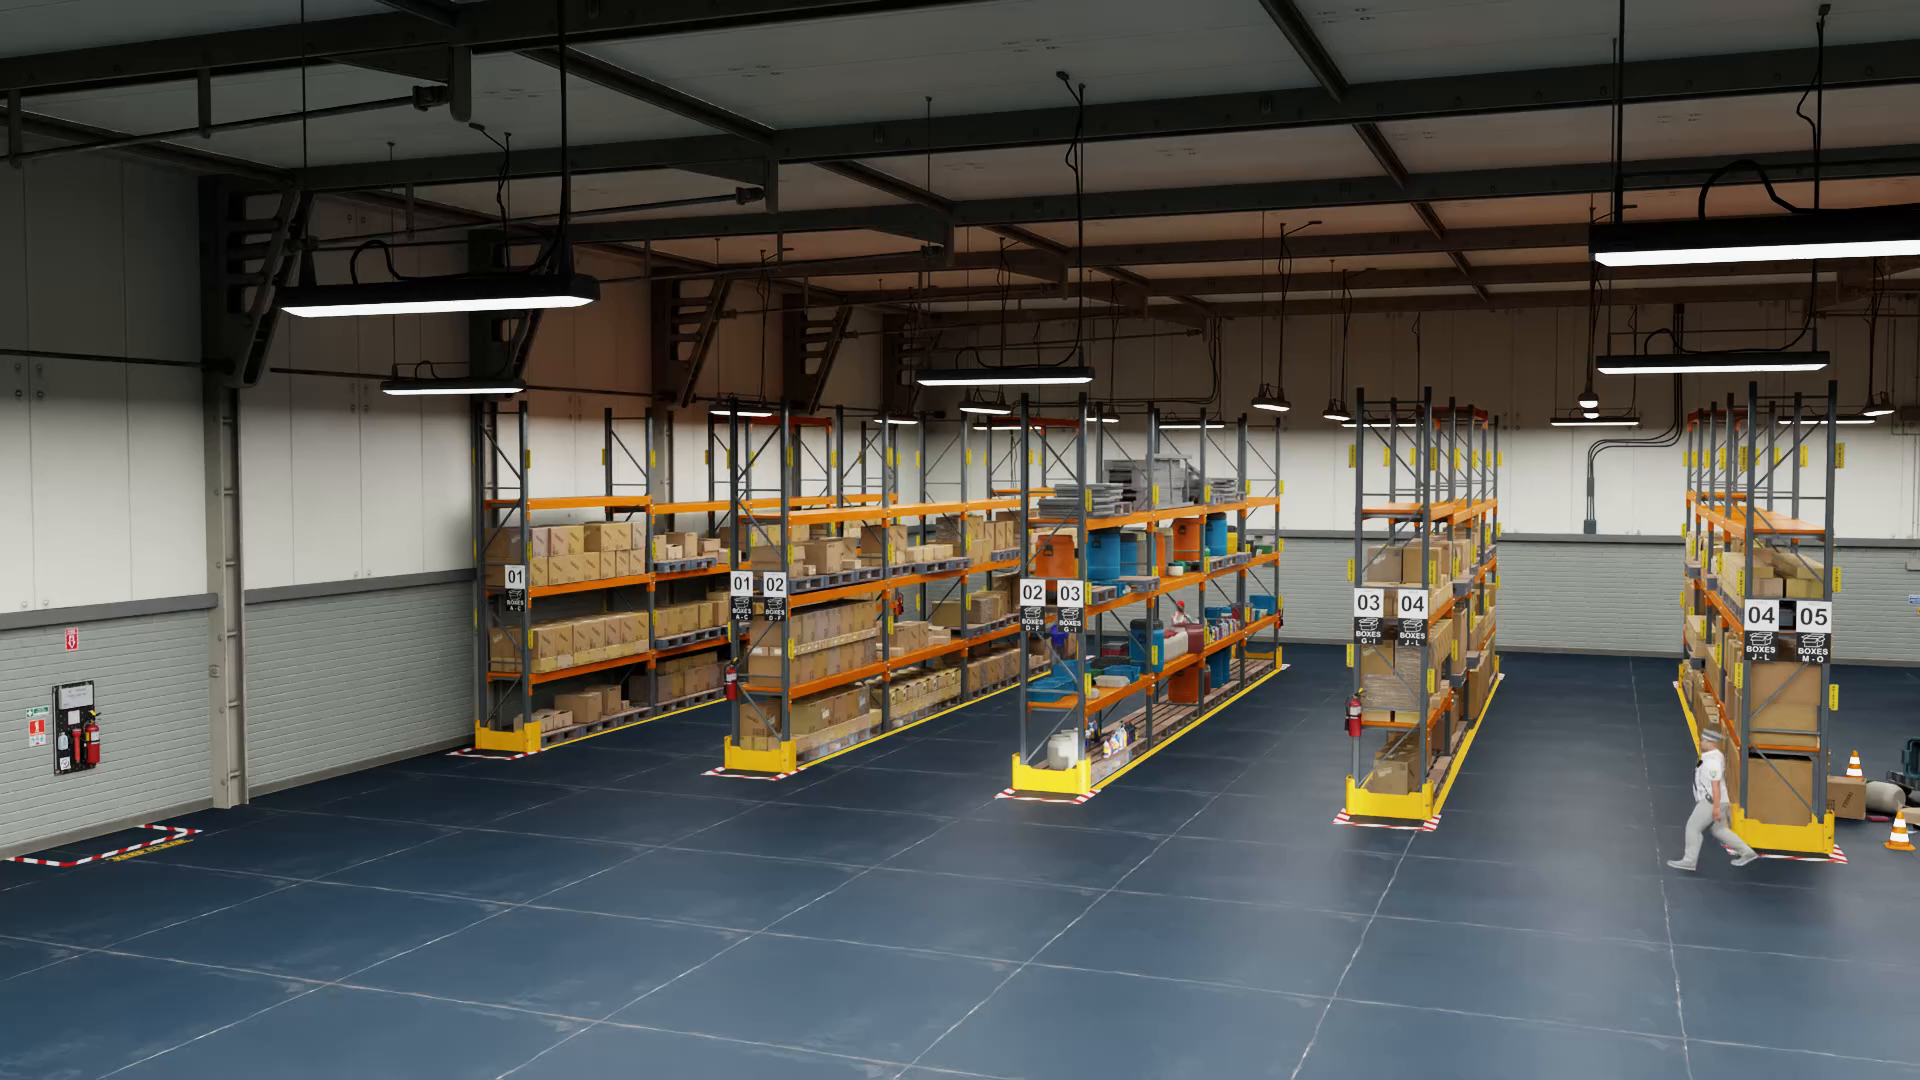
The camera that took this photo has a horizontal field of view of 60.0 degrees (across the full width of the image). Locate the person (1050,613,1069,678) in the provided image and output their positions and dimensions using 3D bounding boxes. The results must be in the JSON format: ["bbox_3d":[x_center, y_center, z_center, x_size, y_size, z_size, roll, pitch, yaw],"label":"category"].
[{"bbox_3d":[2.212,2.411,36.499,0.446,1.600,0.863,1,3,19],"label":"person"}]

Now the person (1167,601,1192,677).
[{"bbox_3d":[5.022,2.256,38.146,0.589,1.724,1.061,1,3,24],"label":"person"}]

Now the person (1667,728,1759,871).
[{"bbox_3d":[9.125,3.146,20.121,1.019,1.727,0.539,1,3,23],"label":"person"}]
